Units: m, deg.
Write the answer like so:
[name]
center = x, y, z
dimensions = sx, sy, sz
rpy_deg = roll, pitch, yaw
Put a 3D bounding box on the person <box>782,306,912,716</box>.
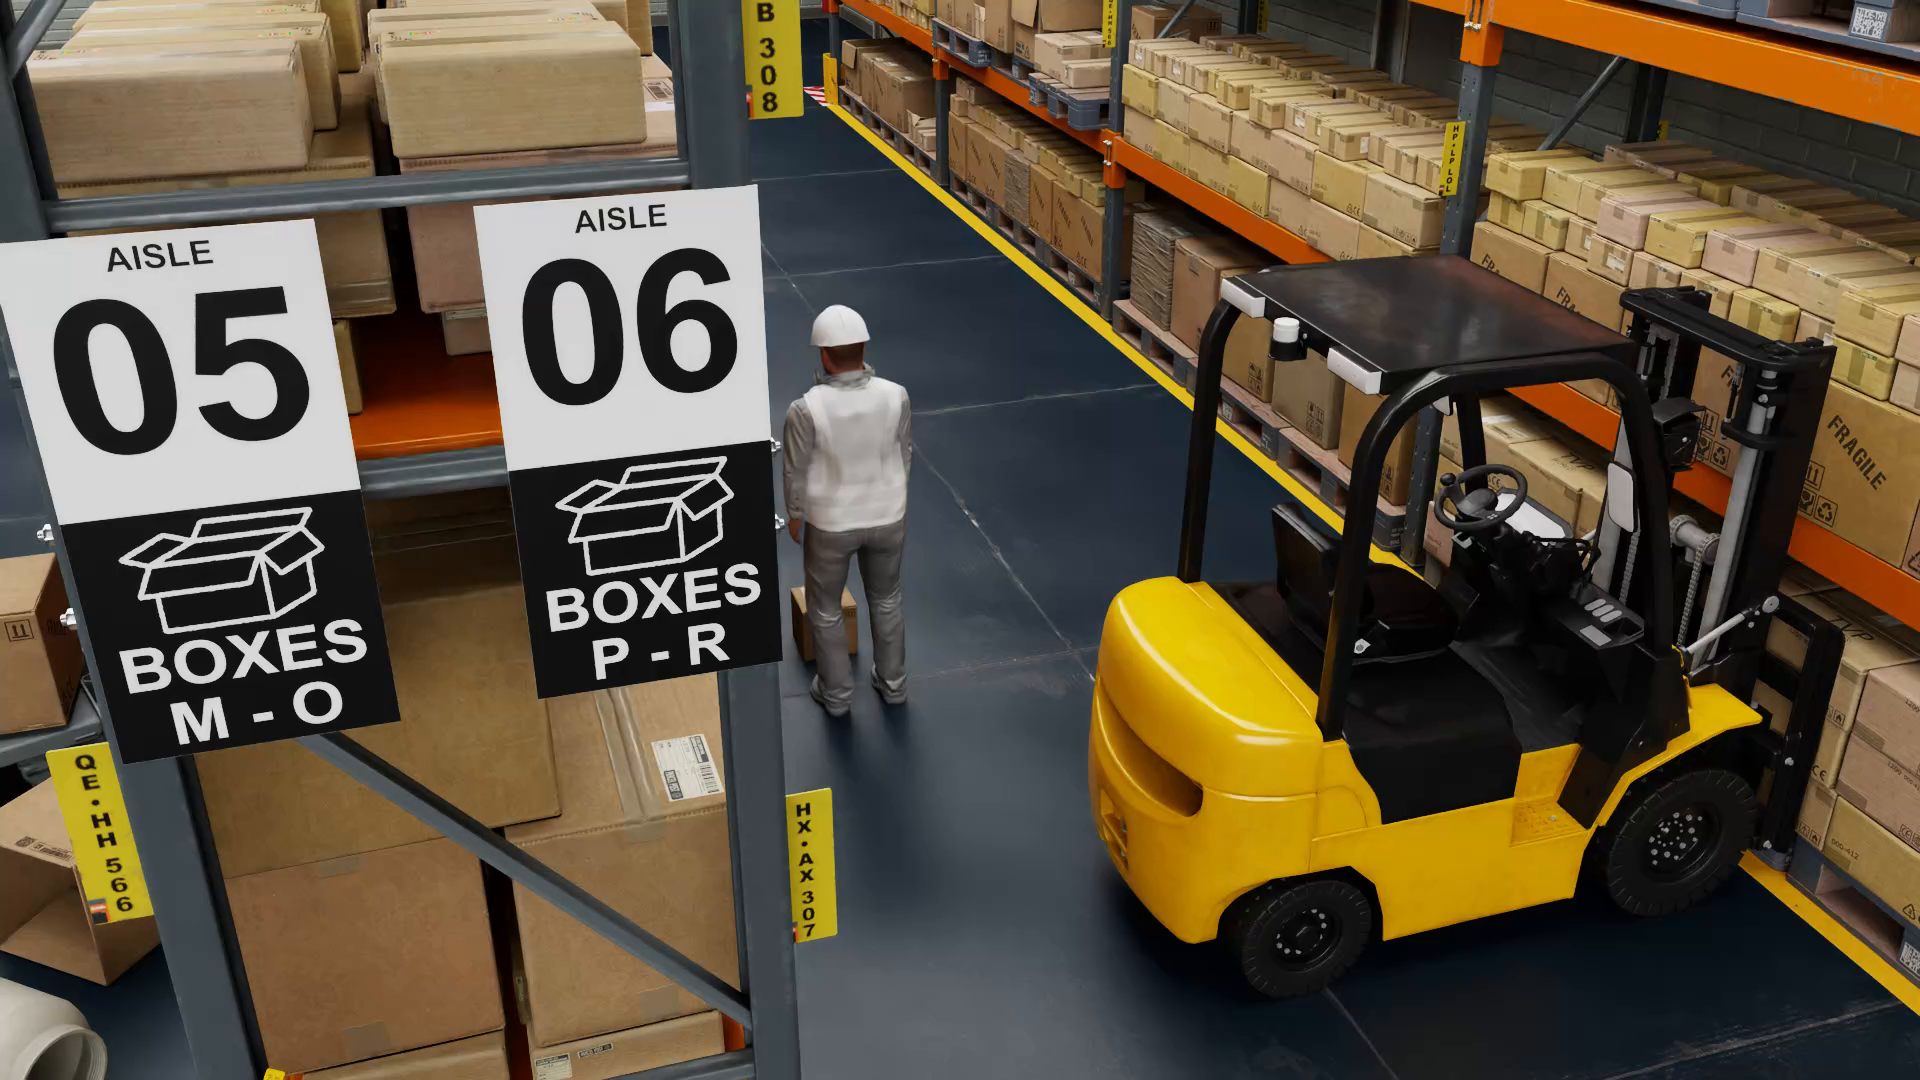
[person]
center = -0.460, -0.104, 6.818
dimensions = 0.537, 1.759, 0.378
rpy_deg = -9, 28, -18
